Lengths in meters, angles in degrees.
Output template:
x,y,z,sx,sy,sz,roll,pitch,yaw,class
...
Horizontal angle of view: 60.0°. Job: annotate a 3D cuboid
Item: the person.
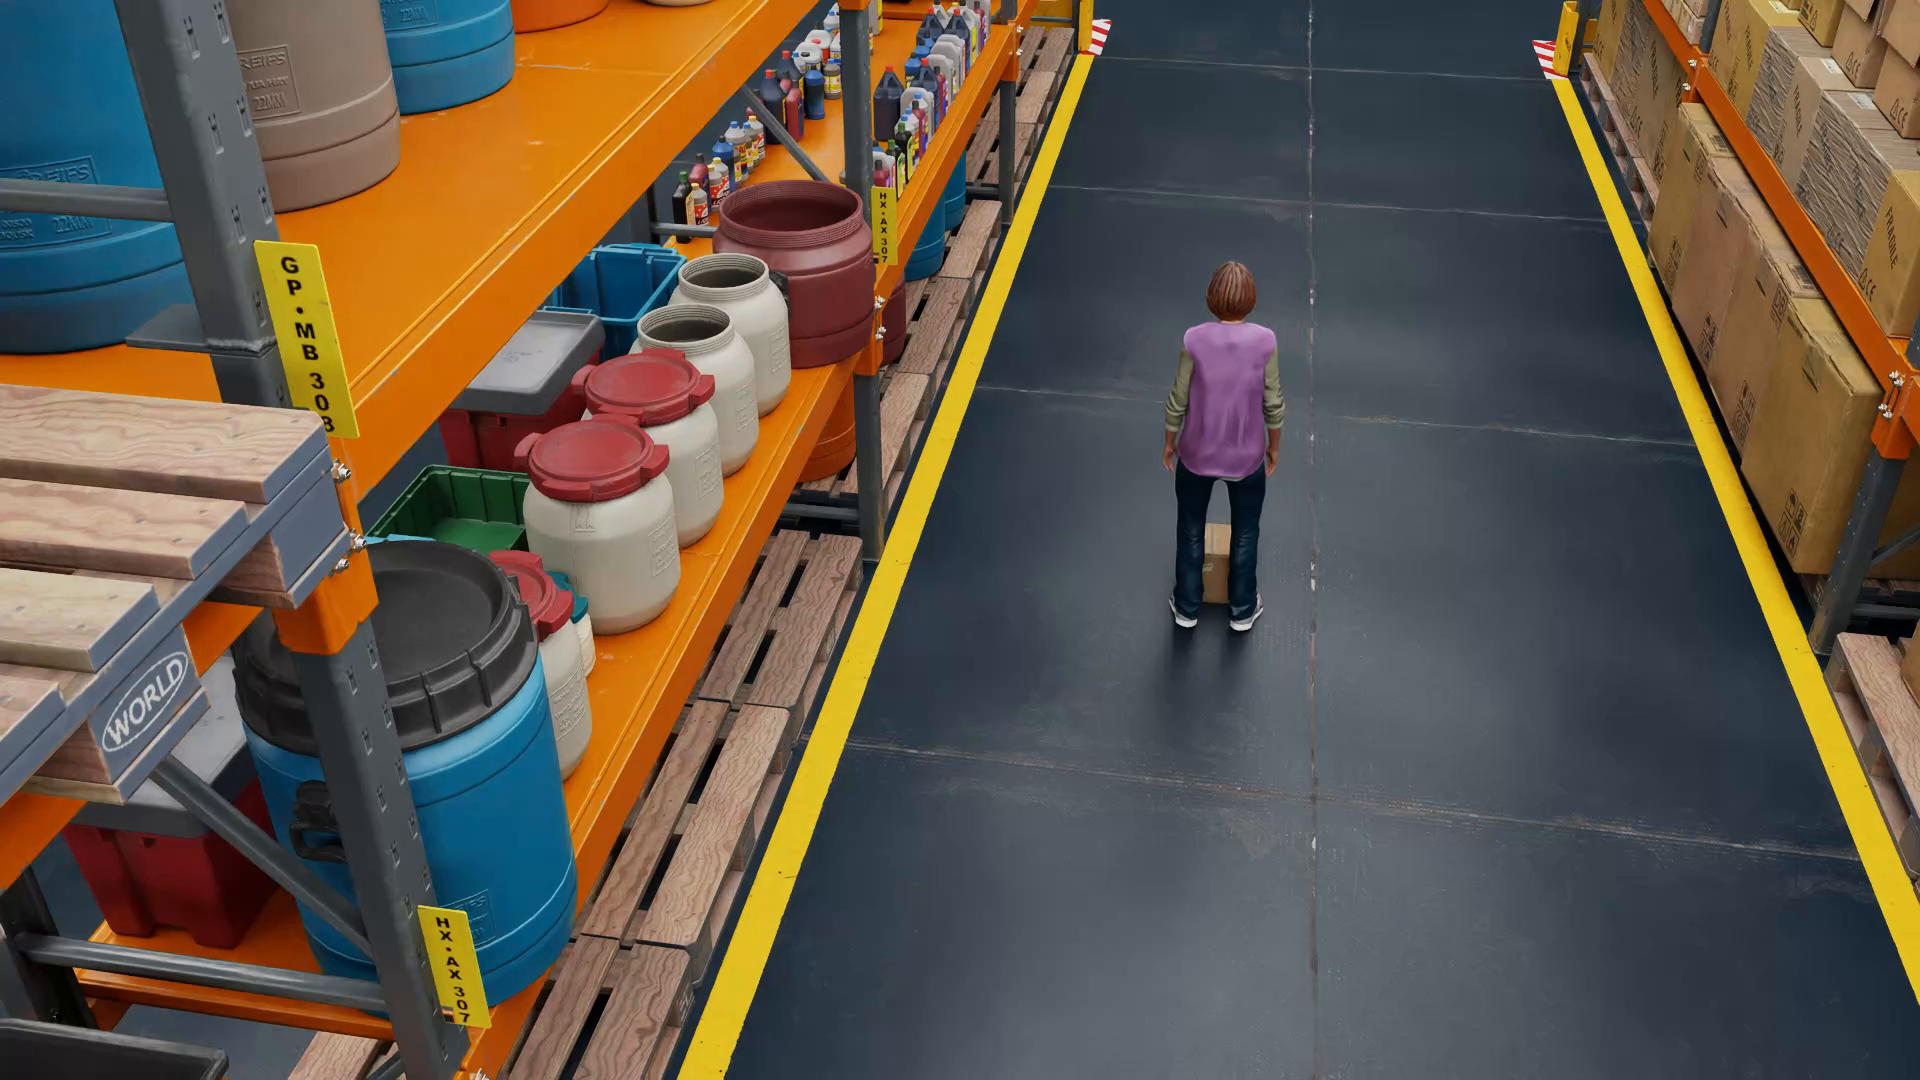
x,y,z,sx,sy,sz,roll,pitch,yaw,class
1.051,-0.340,6.675,0.480,1.593,0.344,4,33,6,person
